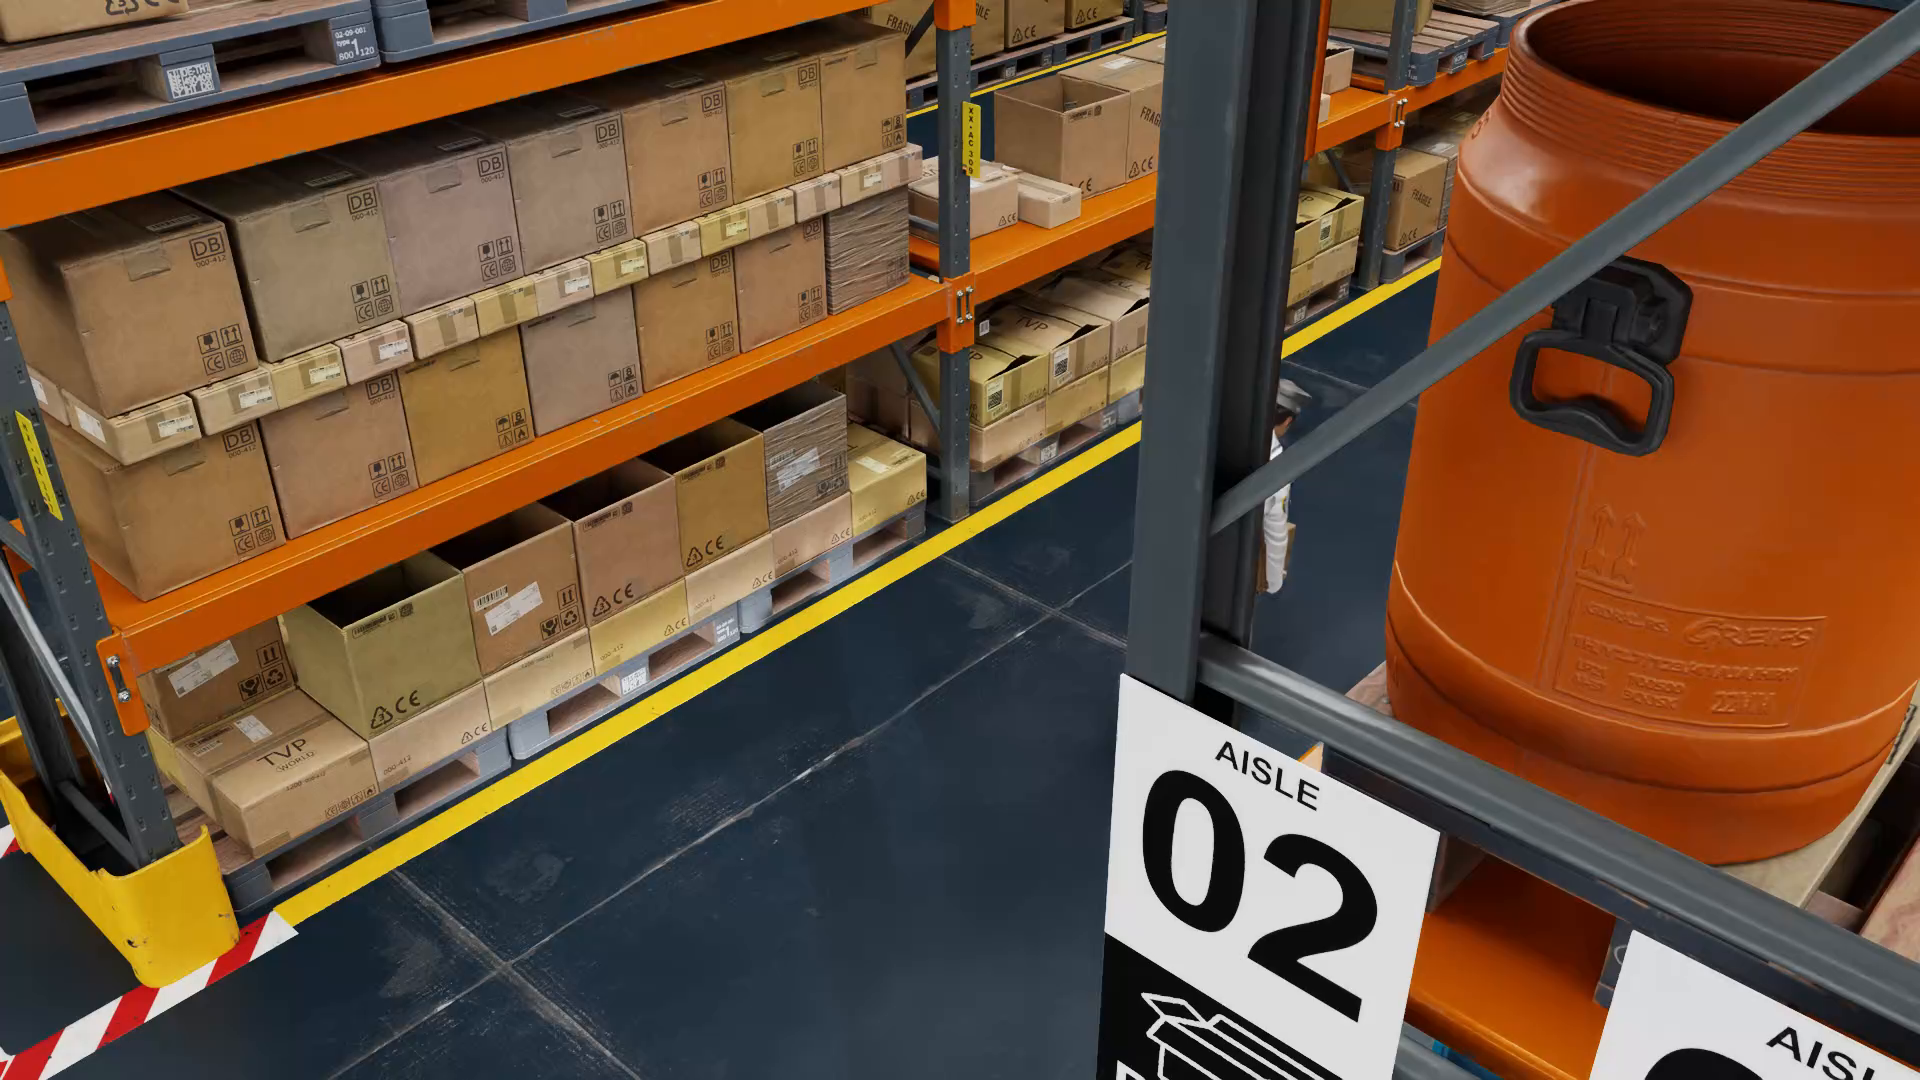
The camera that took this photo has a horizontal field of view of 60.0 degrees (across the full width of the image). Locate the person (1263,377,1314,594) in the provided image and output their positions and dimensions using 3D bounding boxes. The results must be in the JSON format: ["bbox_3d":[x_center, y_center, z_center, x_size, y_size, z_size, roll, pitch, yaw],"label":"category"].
[{"bbox_3d":[1.102,0.060,6.770,0.407,1.427,0.814,24,39,34],"label":"person"}]
